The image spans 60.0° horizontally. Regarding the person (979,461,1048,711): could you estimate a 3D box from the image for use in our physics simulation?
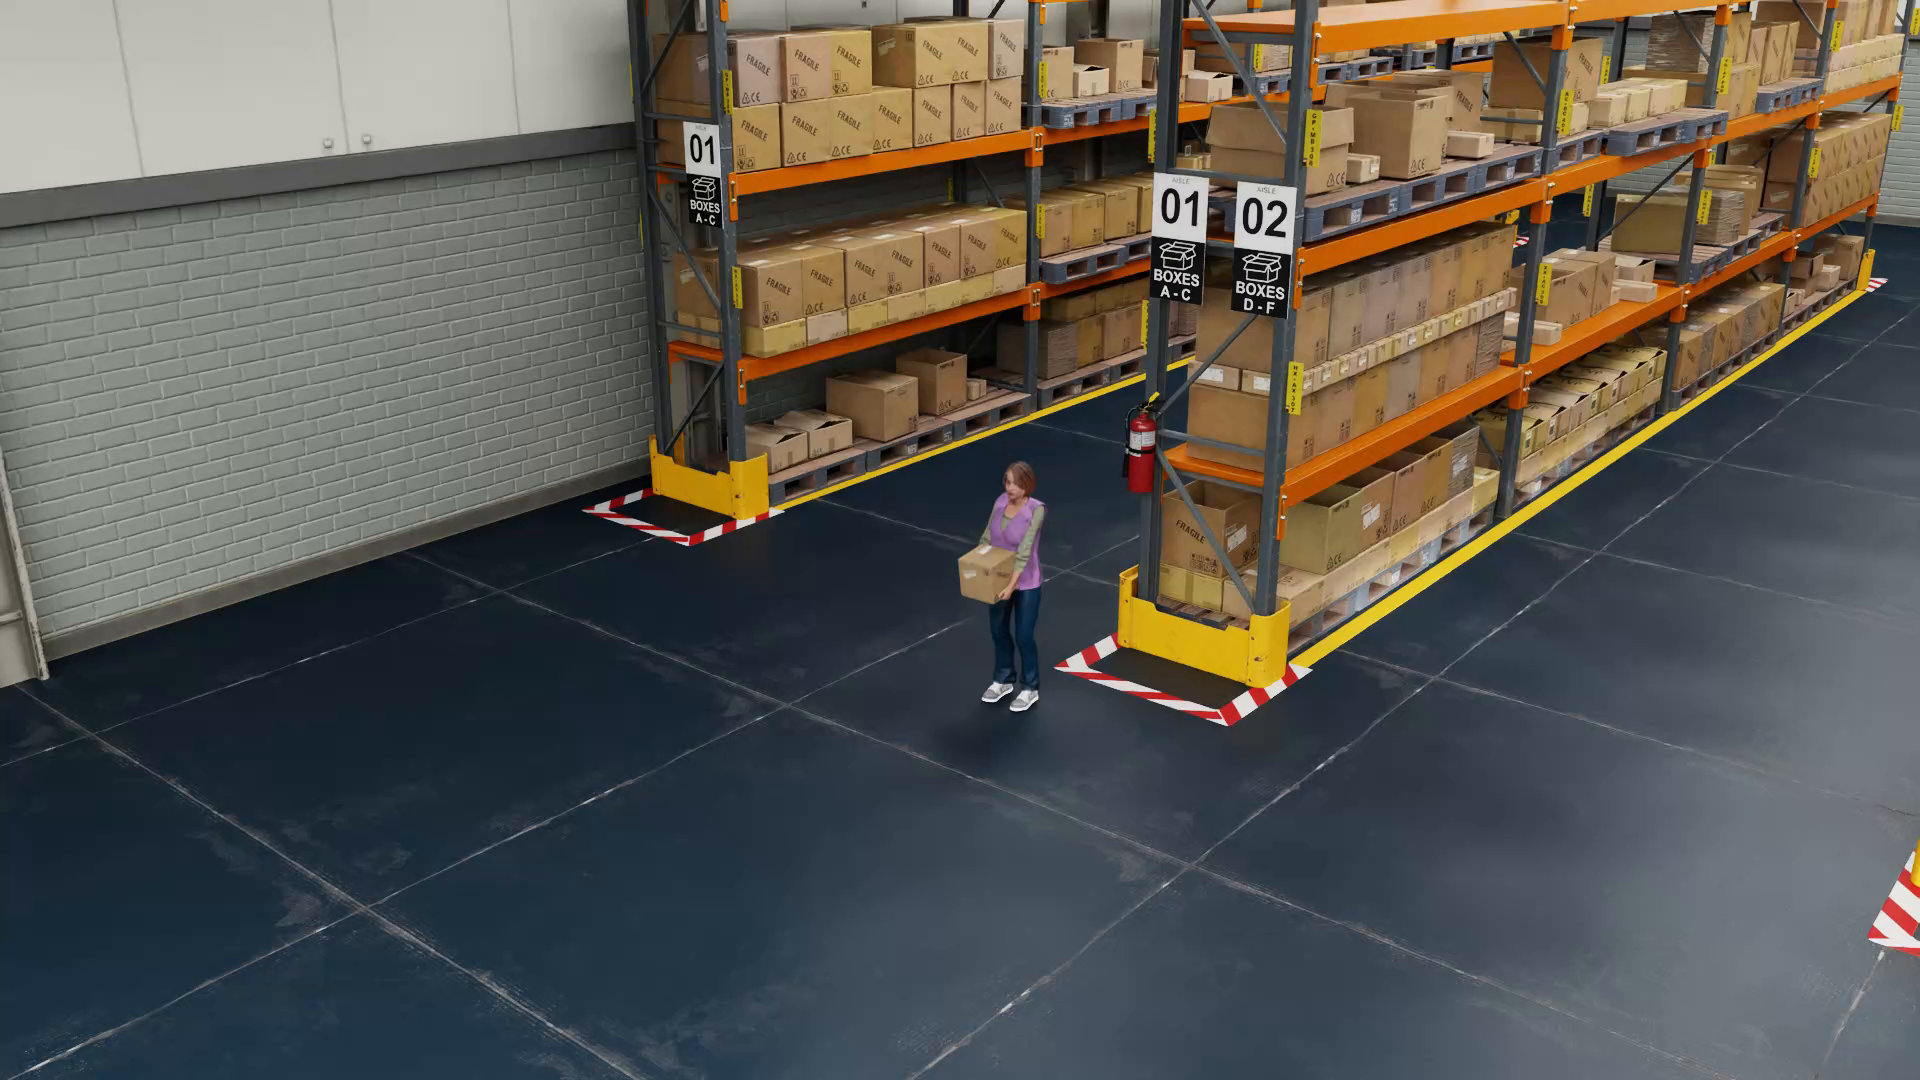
[{"bbox_3d":[0.291,0.300,10.295,0.375,1.599,0.499,16,26,36],"label":"person"}]
